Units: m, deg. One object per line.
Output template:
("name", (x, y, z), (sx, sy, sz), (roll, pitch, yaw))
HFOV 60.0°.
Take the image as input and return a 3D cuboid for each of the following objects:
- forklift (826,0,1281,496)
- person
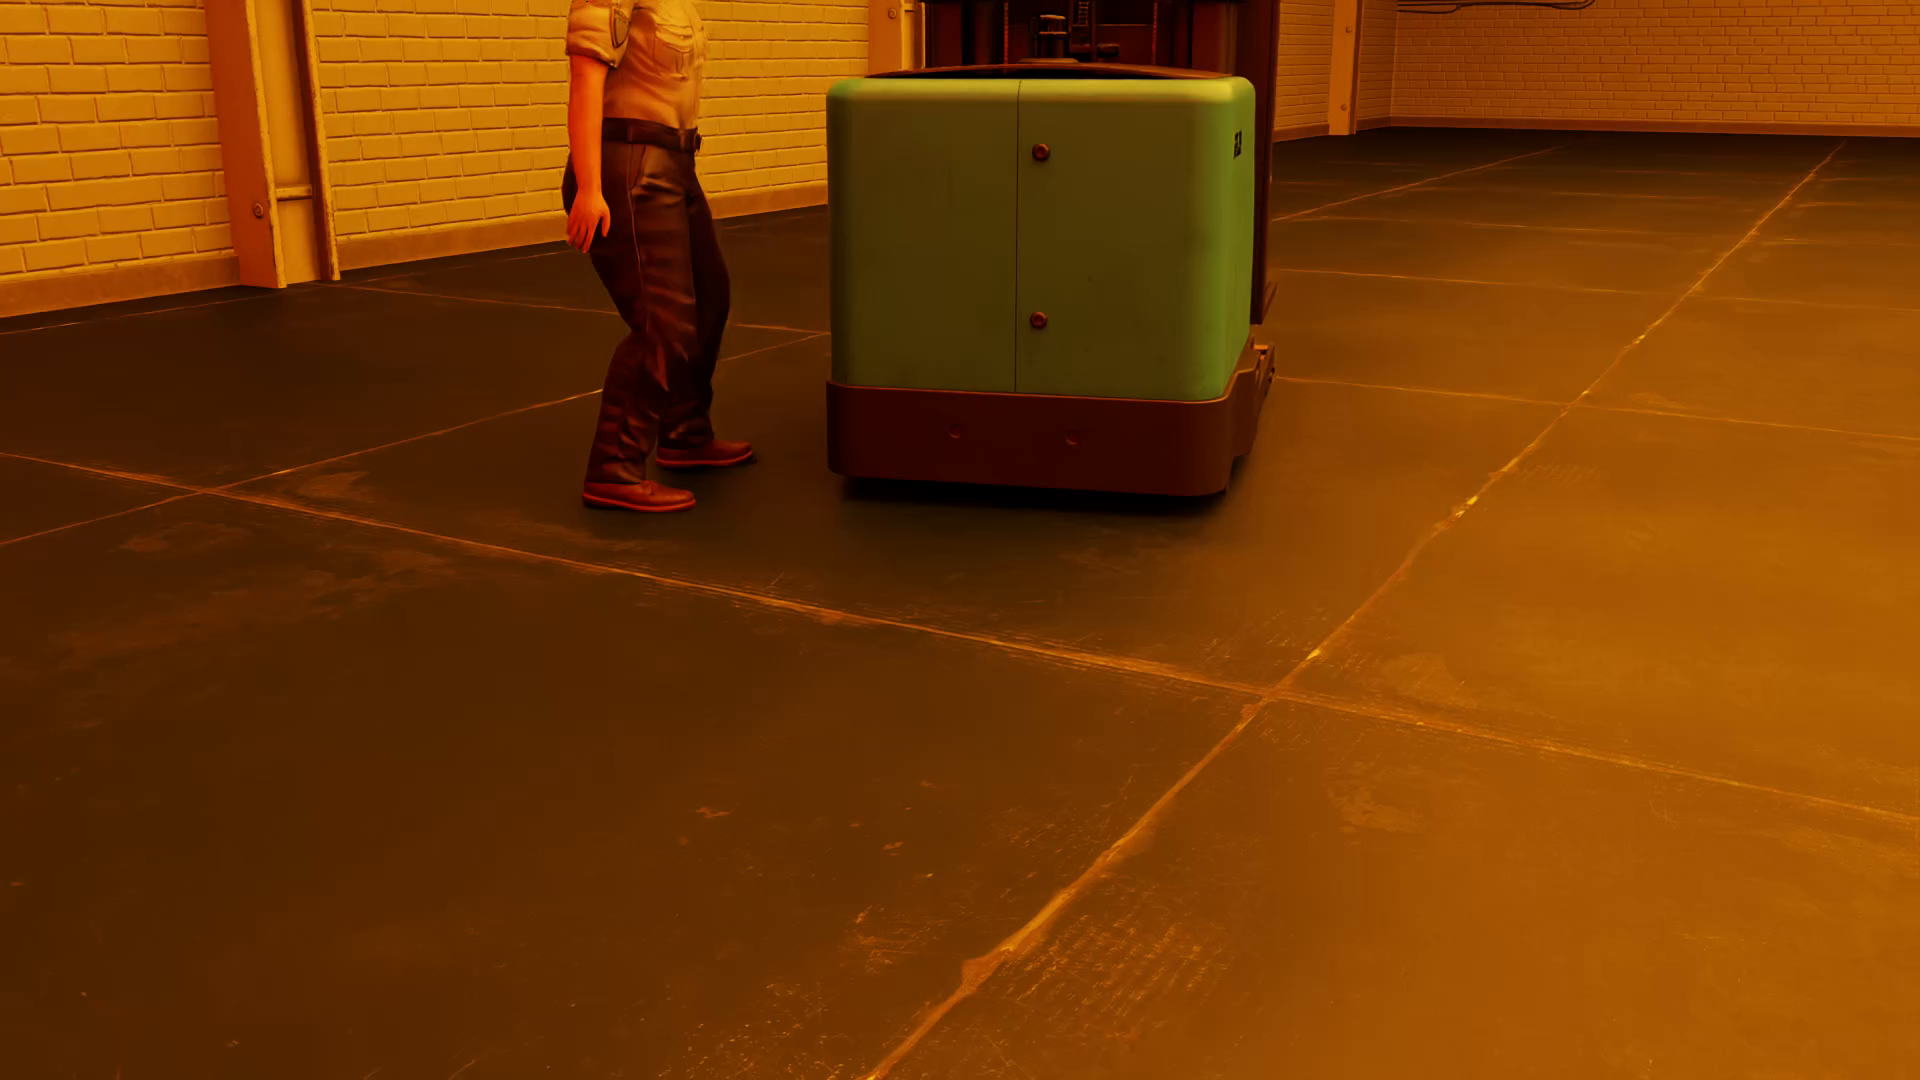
("forklift", (0.487, -1.890, 5.269), (1.130, 2.935, 3.031), (4, 17, 13))
("person", (-0.797, -0.906, 4.267), (0.374, 1.624, 0.805), (0, 16, 2))
